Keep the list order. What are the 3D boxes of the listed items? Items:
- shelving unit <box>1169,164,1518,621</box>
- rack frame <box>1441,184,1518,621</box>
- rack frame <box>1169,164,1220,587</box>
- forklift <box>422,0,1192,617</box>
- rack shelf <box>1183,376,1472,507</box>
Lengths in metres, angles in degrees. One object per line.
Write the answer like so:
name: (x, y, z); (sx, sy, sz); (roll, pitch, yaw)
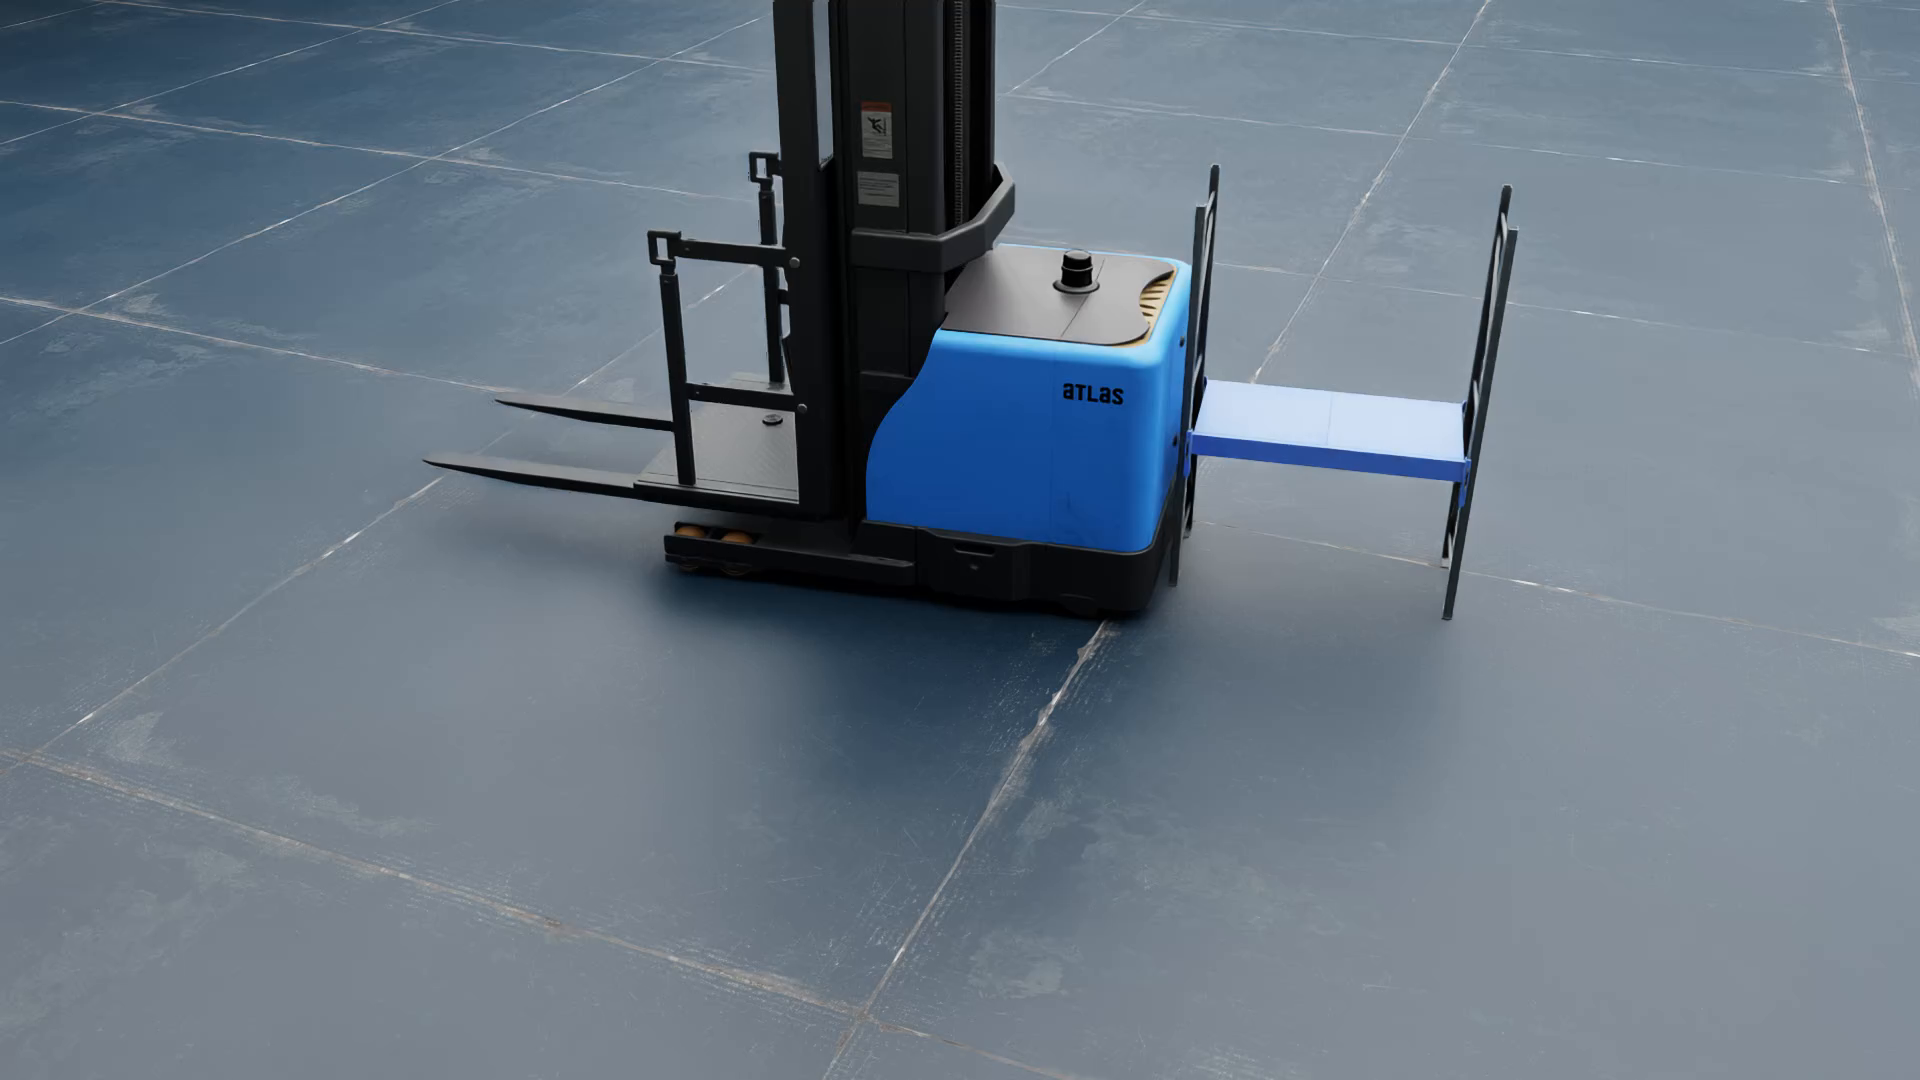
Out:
shelving unit: (1.367, -0.535, 6.097); (1.048, 1.500, 0.538); (7, 30, 12)
rack frame: (1.861, -0.476, 5.992); (0.032, 1.500, 0.500); (7, 30, 12)
rack frame: (0.873, -0.594, 6.201); (0.032, 1.500, 0.500); (7, 30, 12)
forklift: (-0.655, -1.380, 6.138); (3.031, 2.935, 1.130); (7, 30, 13)
rack shelf: (1.367, -0.378, 6.185); (1.000, 0.185, 0.538); (7, 30, 12)
